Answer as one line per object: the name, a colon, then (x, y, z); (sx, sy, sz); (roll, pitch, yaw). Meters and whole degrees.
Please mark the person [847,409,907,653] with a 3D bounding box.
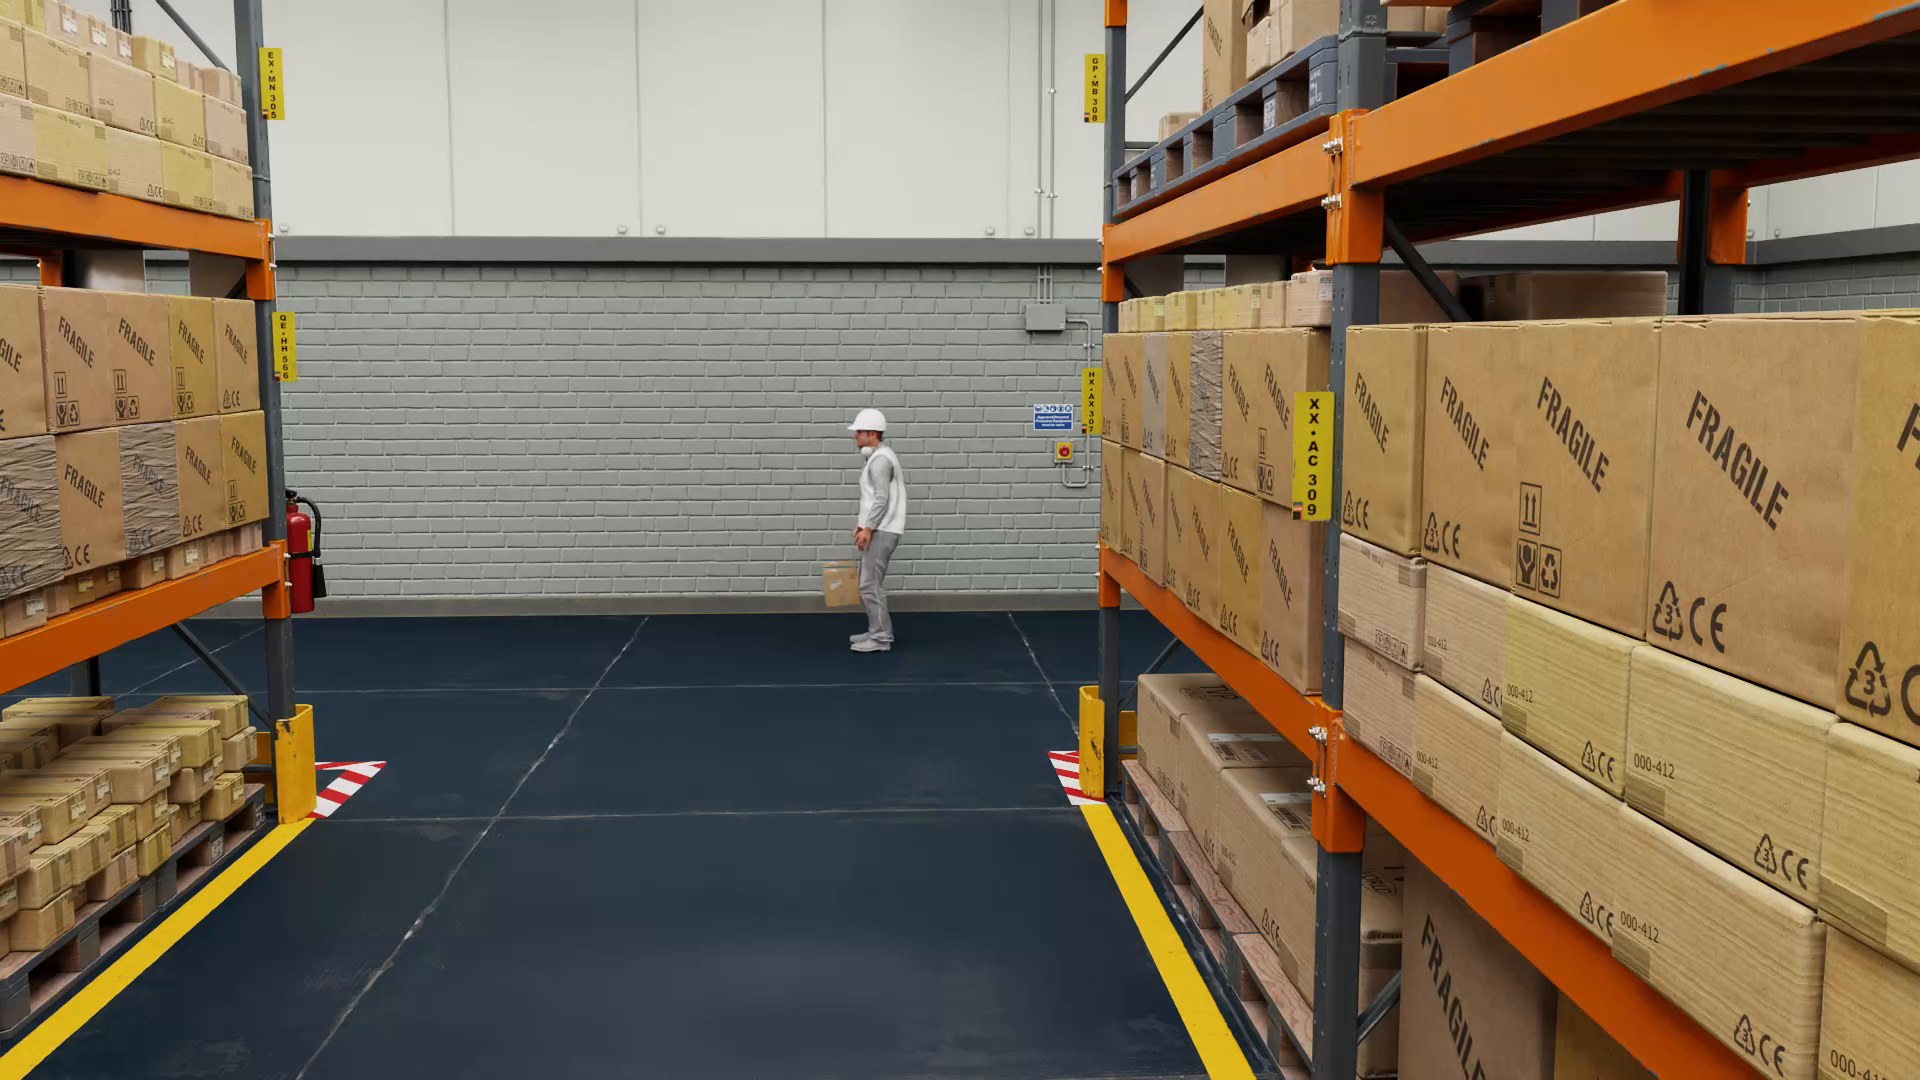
person: (-0.612, -0.077, 12.258); (0.435, 1.775, 0.561); (-1, 7, -5)
